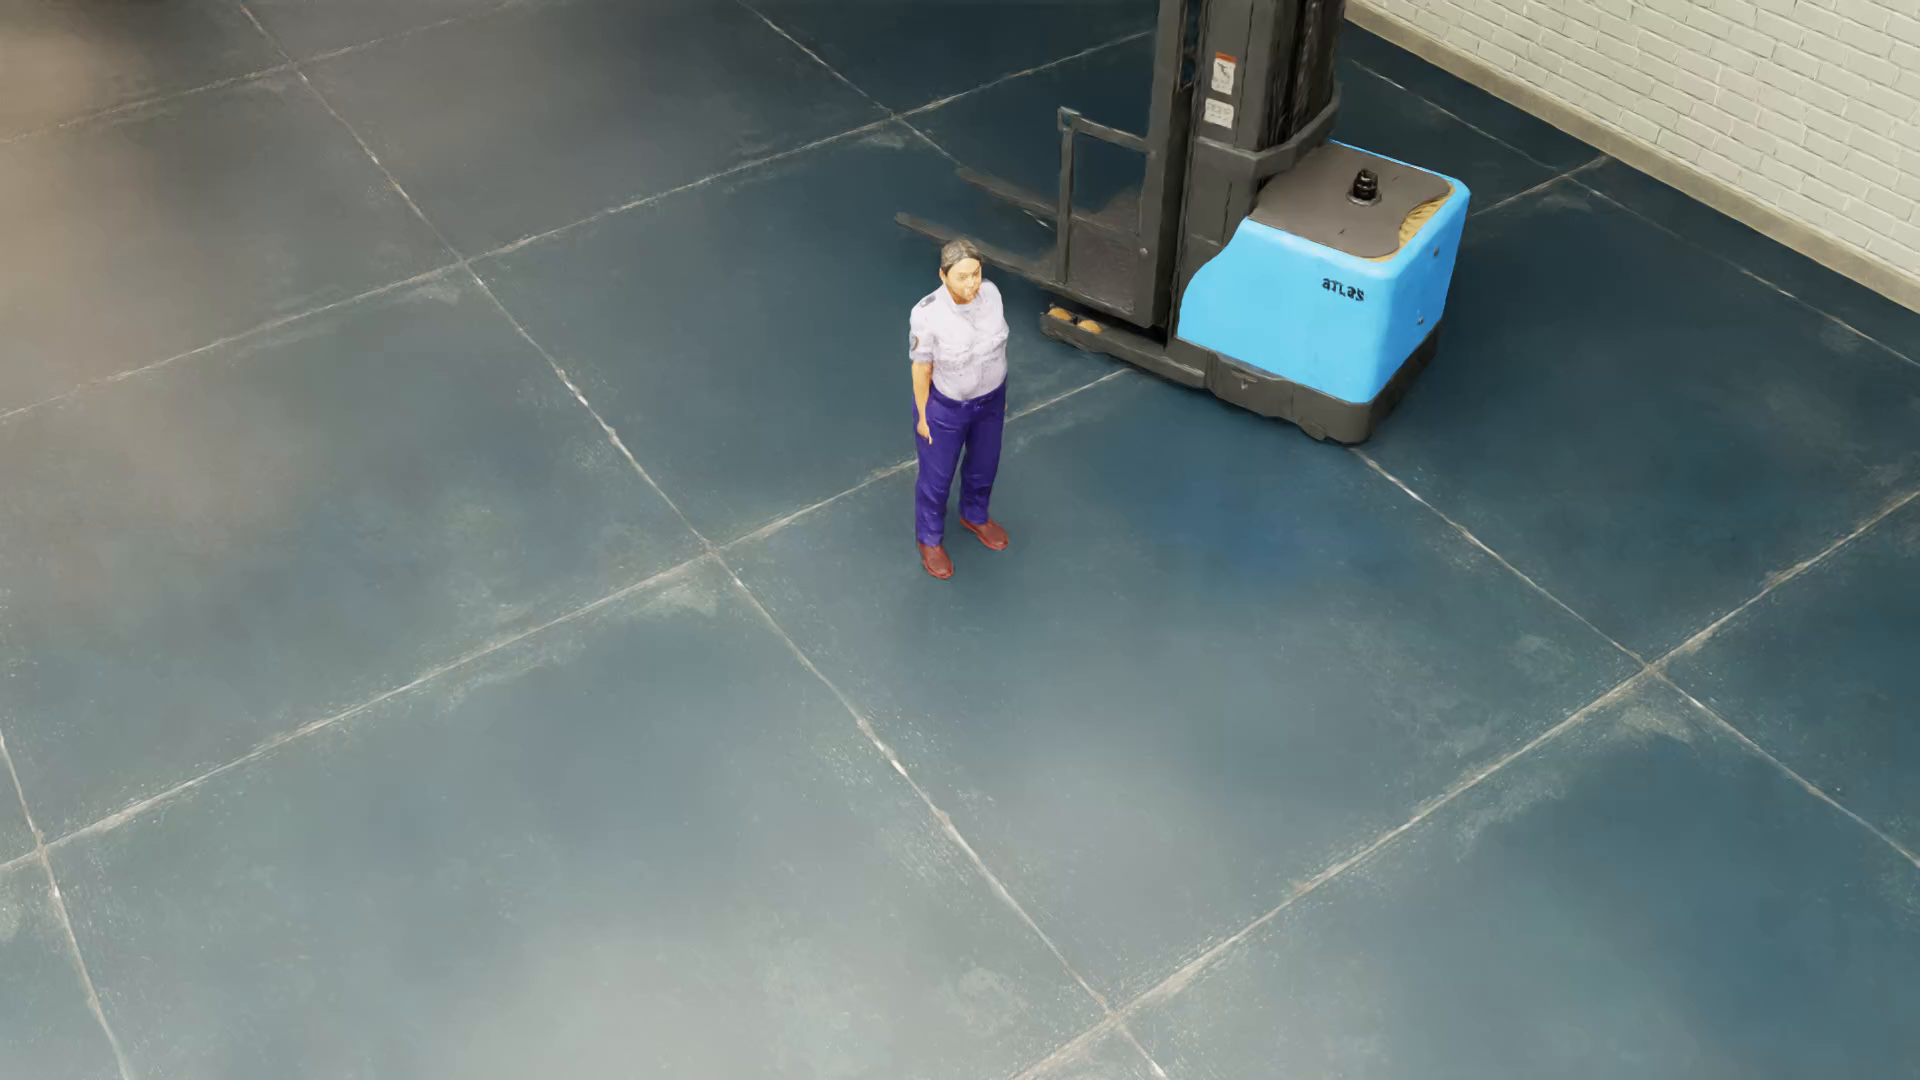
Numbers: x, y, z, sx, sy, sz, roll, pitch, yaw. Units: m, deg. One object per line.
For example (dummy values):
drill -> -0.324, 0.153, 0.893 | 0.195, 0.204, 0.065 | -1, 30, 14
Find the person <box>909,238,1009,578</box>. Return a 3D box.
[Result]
person -> 0.002, -0.593, 7.309 | 0.480, 1.652, 0.349 | -25, 48, -25

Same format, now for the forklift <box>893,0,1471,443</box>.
forklift -> 1.042, -2.362, 8.278 | 3.031, 2.935, 1.130 | 25, 48, 25
